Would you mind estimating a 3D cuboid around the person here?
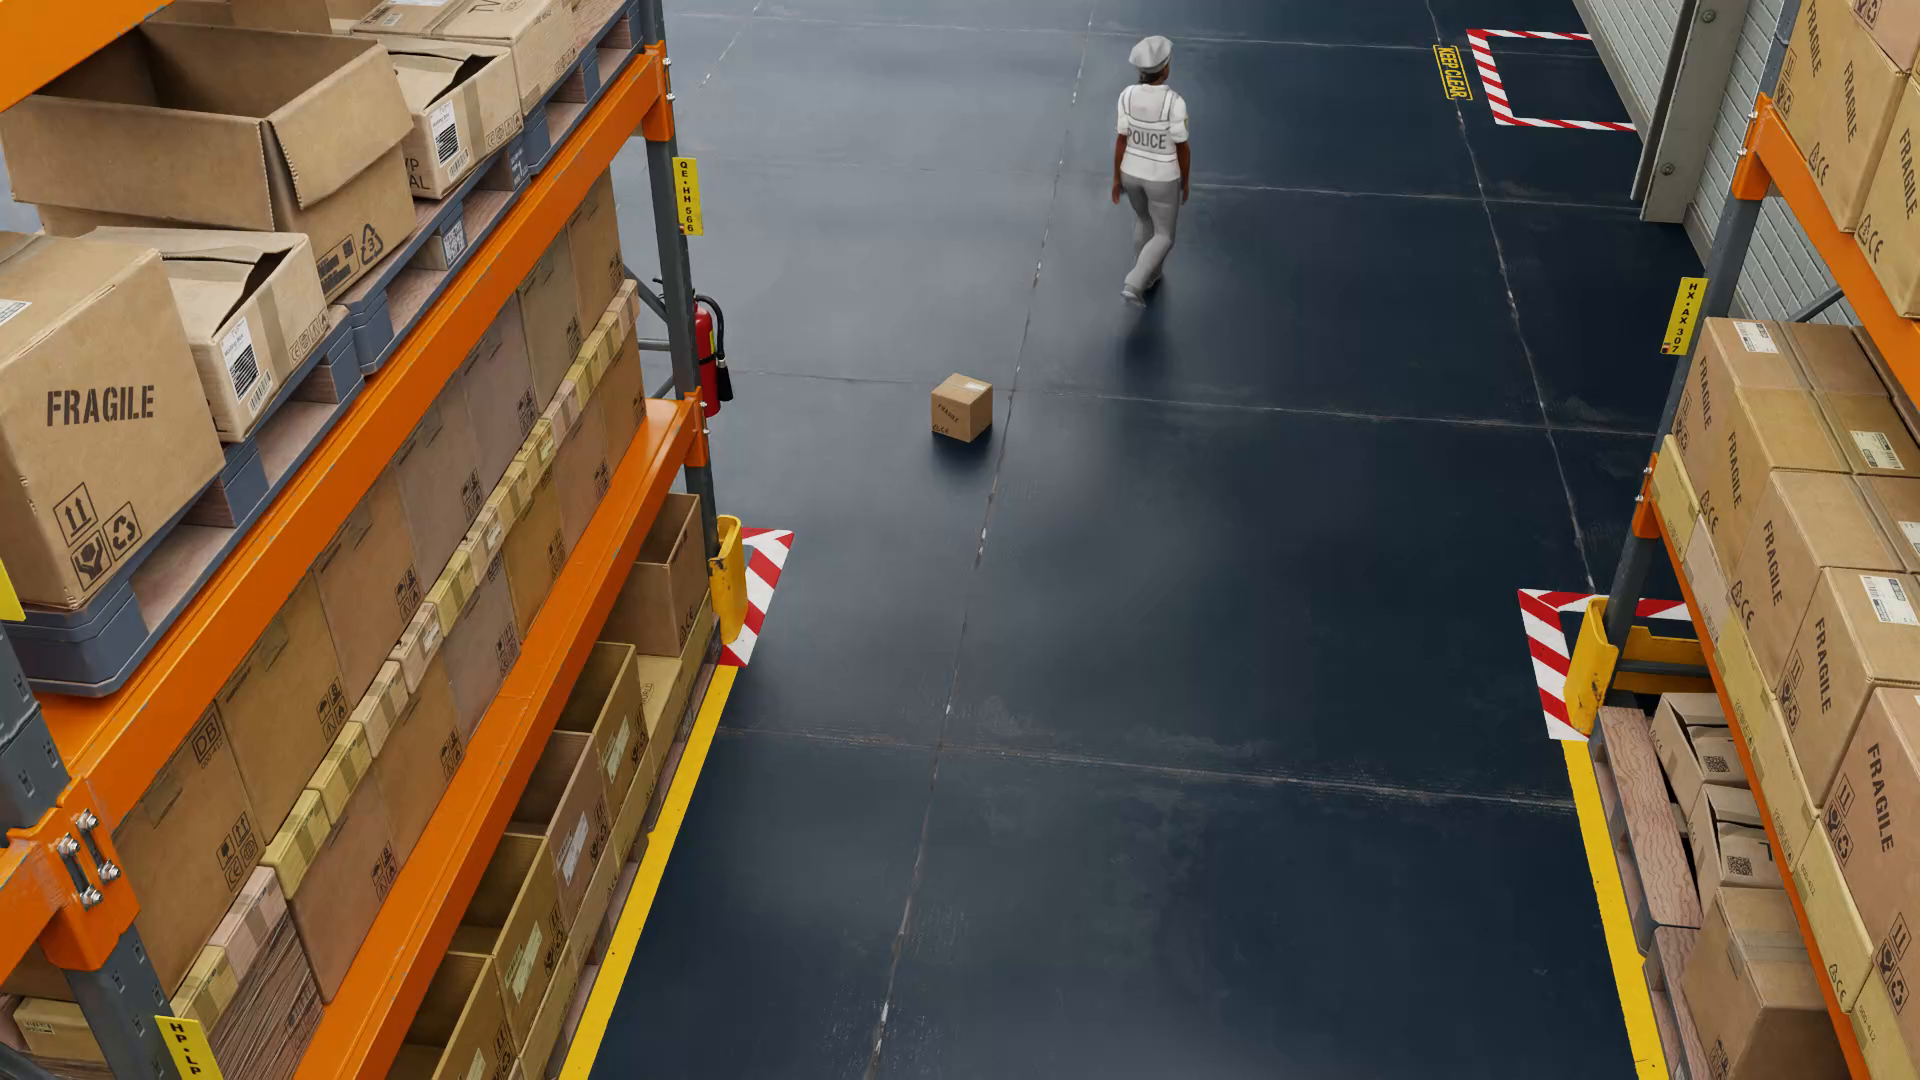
[{"bbox_3d":[1.136,-2.180,9.958,0.459,1.658,0.823,20,41,25],"label":"person"}]
